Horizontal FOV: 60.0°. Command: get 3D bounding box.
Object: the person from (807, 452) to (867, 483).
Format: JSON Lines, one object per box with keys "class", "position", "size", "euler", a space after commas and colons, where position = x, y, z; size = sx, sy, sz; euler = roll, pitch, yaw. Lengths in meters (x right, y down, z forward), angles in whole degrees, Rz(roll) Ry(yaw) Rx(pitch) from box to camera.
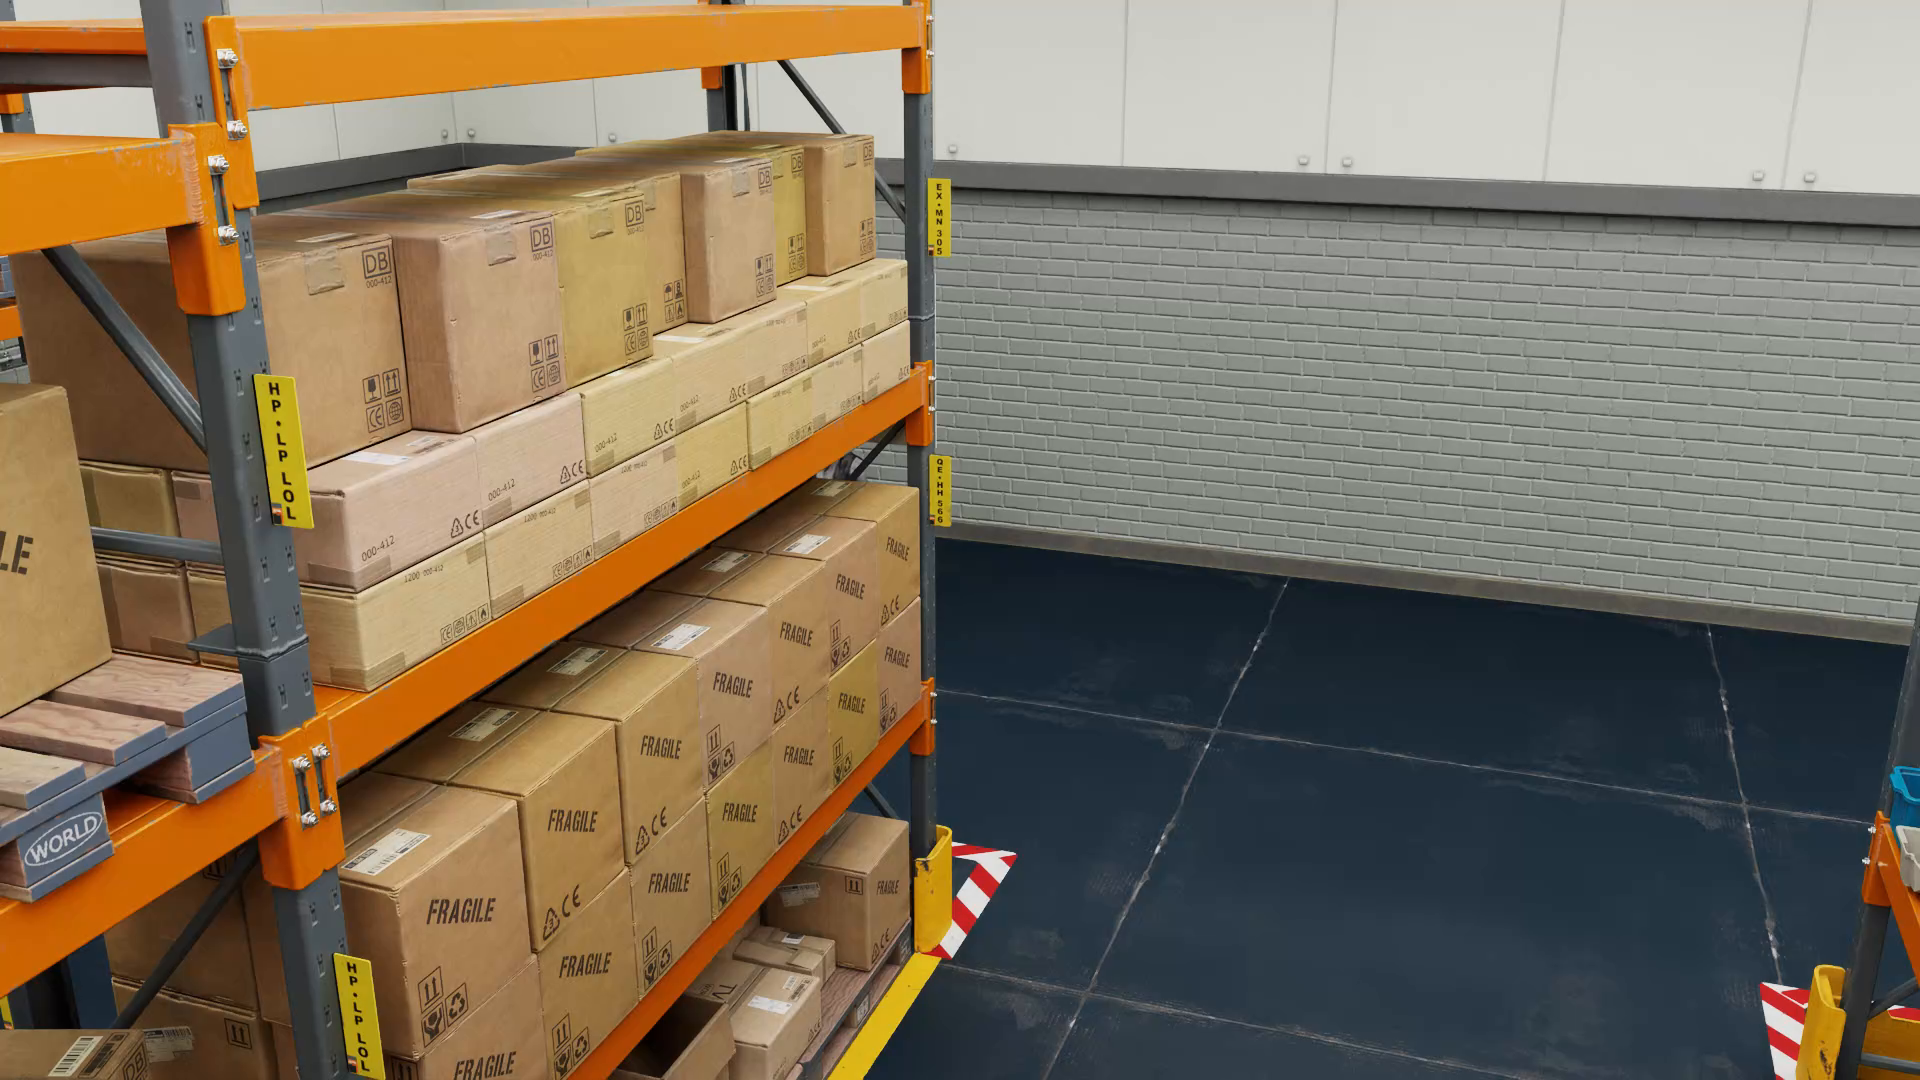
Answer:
{"class": "person", "position": [-0.862, 0.004, 11.084], "size": [0.579, 1.722, 0.412], "euler": [6, 19, 16]}
